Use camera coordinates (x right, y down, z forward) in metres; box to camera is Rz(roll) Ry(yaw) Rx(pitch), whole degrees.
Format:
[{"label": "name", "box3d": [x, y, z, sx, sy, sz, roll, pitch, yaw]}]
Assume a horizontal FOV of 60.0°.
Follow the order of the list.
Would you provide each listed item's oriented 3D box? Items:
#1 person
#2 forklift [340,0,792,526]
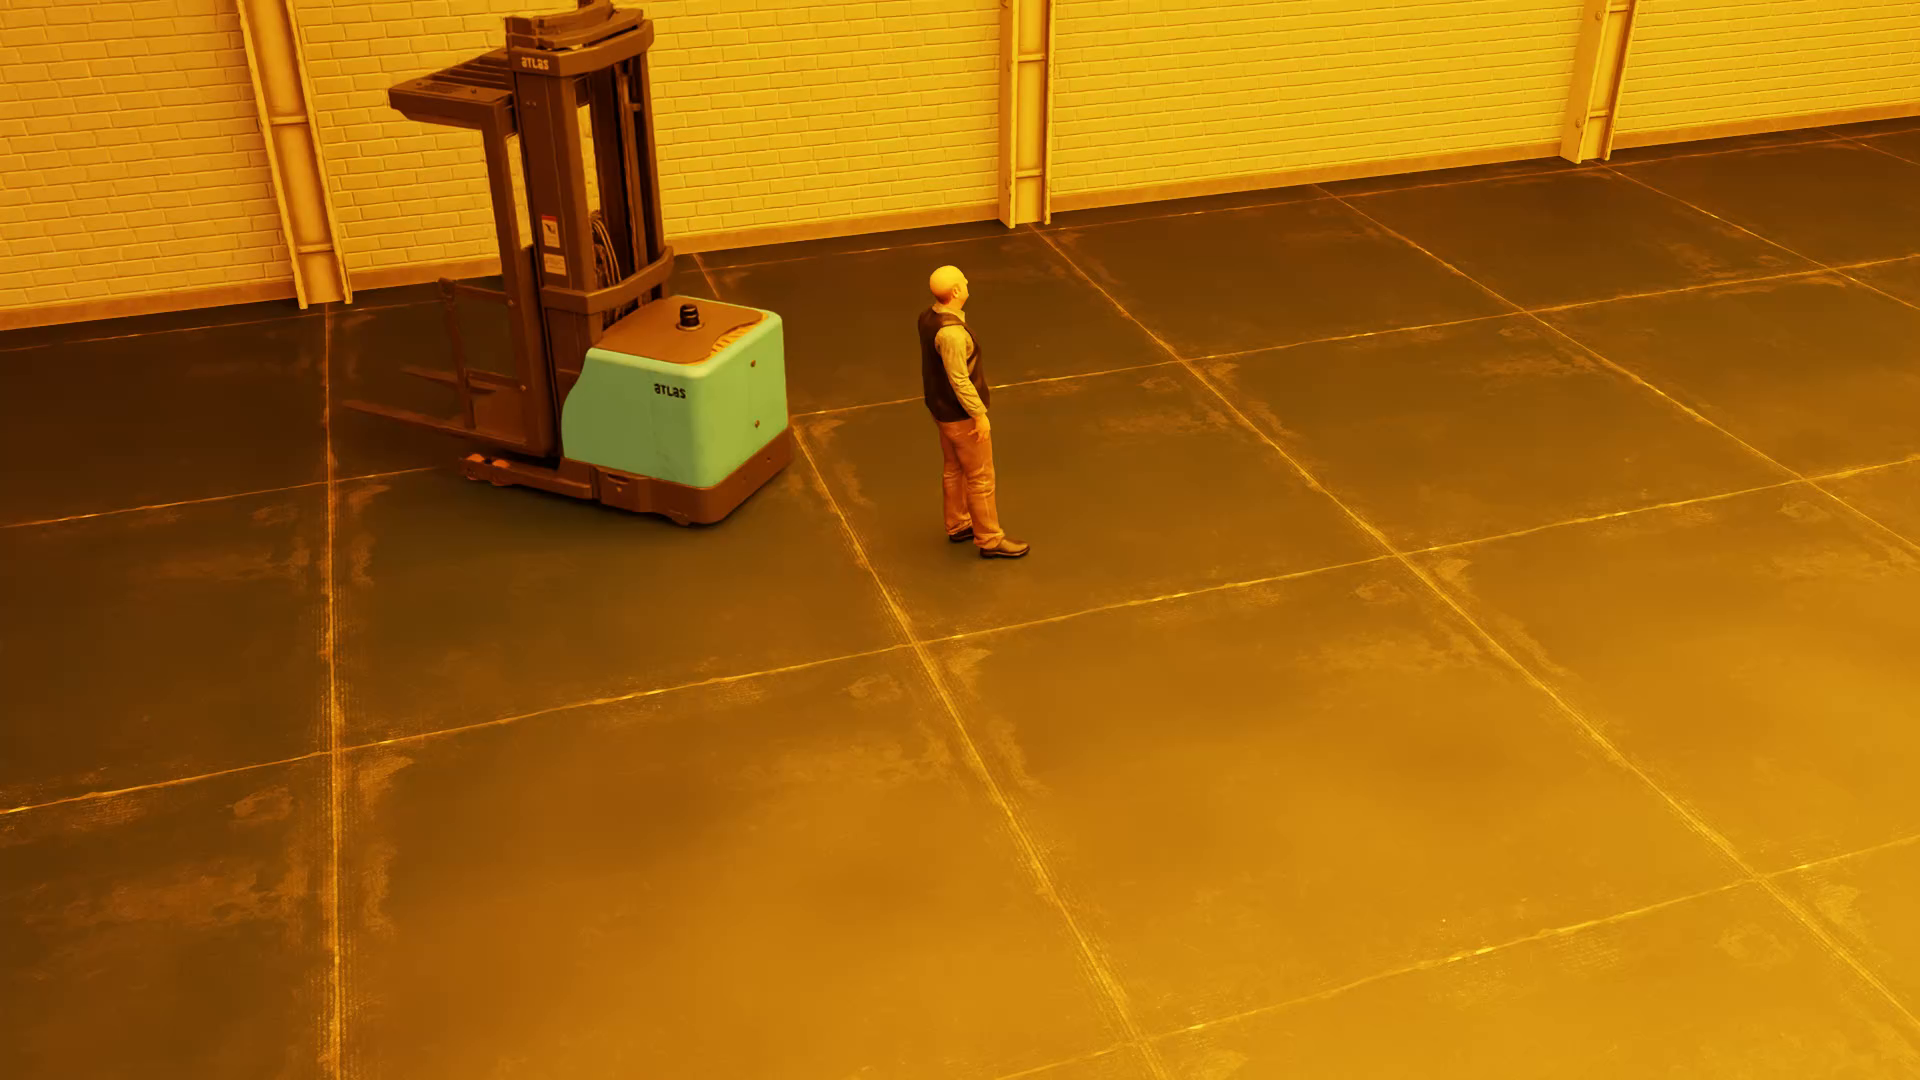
[{"label": "person", "box3d": [0.062, -0.759, 9.605, 0.566, 1.722, 0.633, -10, 31, -16]}, {"label": "forklift", "box3d": [-2.652, -1.837, 10.280, 3.031, 2.935, 1.130, 13, 32, 21]}]
